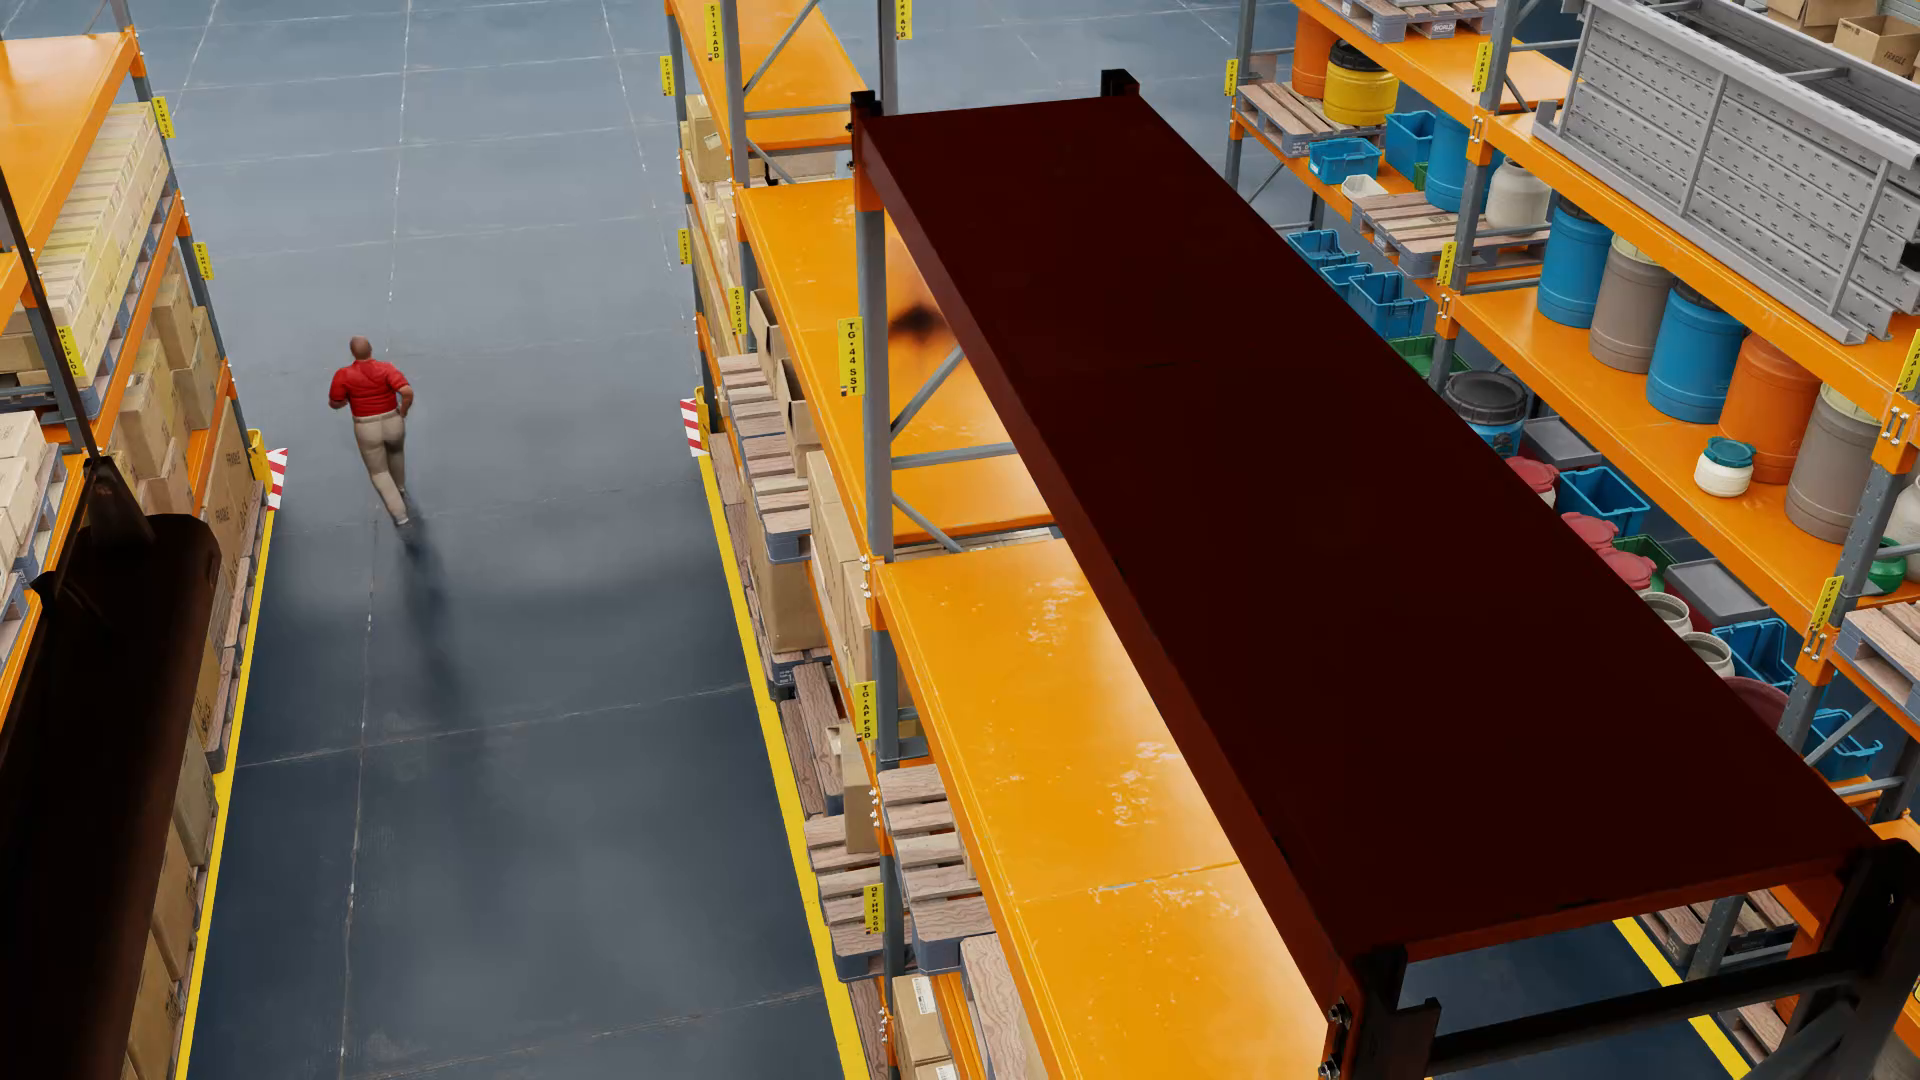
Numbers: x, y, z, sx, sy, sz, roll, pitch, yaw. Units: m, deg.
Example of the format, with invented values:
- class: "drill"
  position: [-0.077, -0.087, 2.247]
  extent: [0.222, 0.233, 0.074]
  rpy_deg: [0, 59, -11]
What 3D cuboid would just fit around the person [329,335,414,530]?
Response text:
- class: "person"
  position: [-4.855, -0.874, 13.877]
  extent: [0.625, 1.770, 1.089]
  rpy_deg: [-19, 39, -25]
